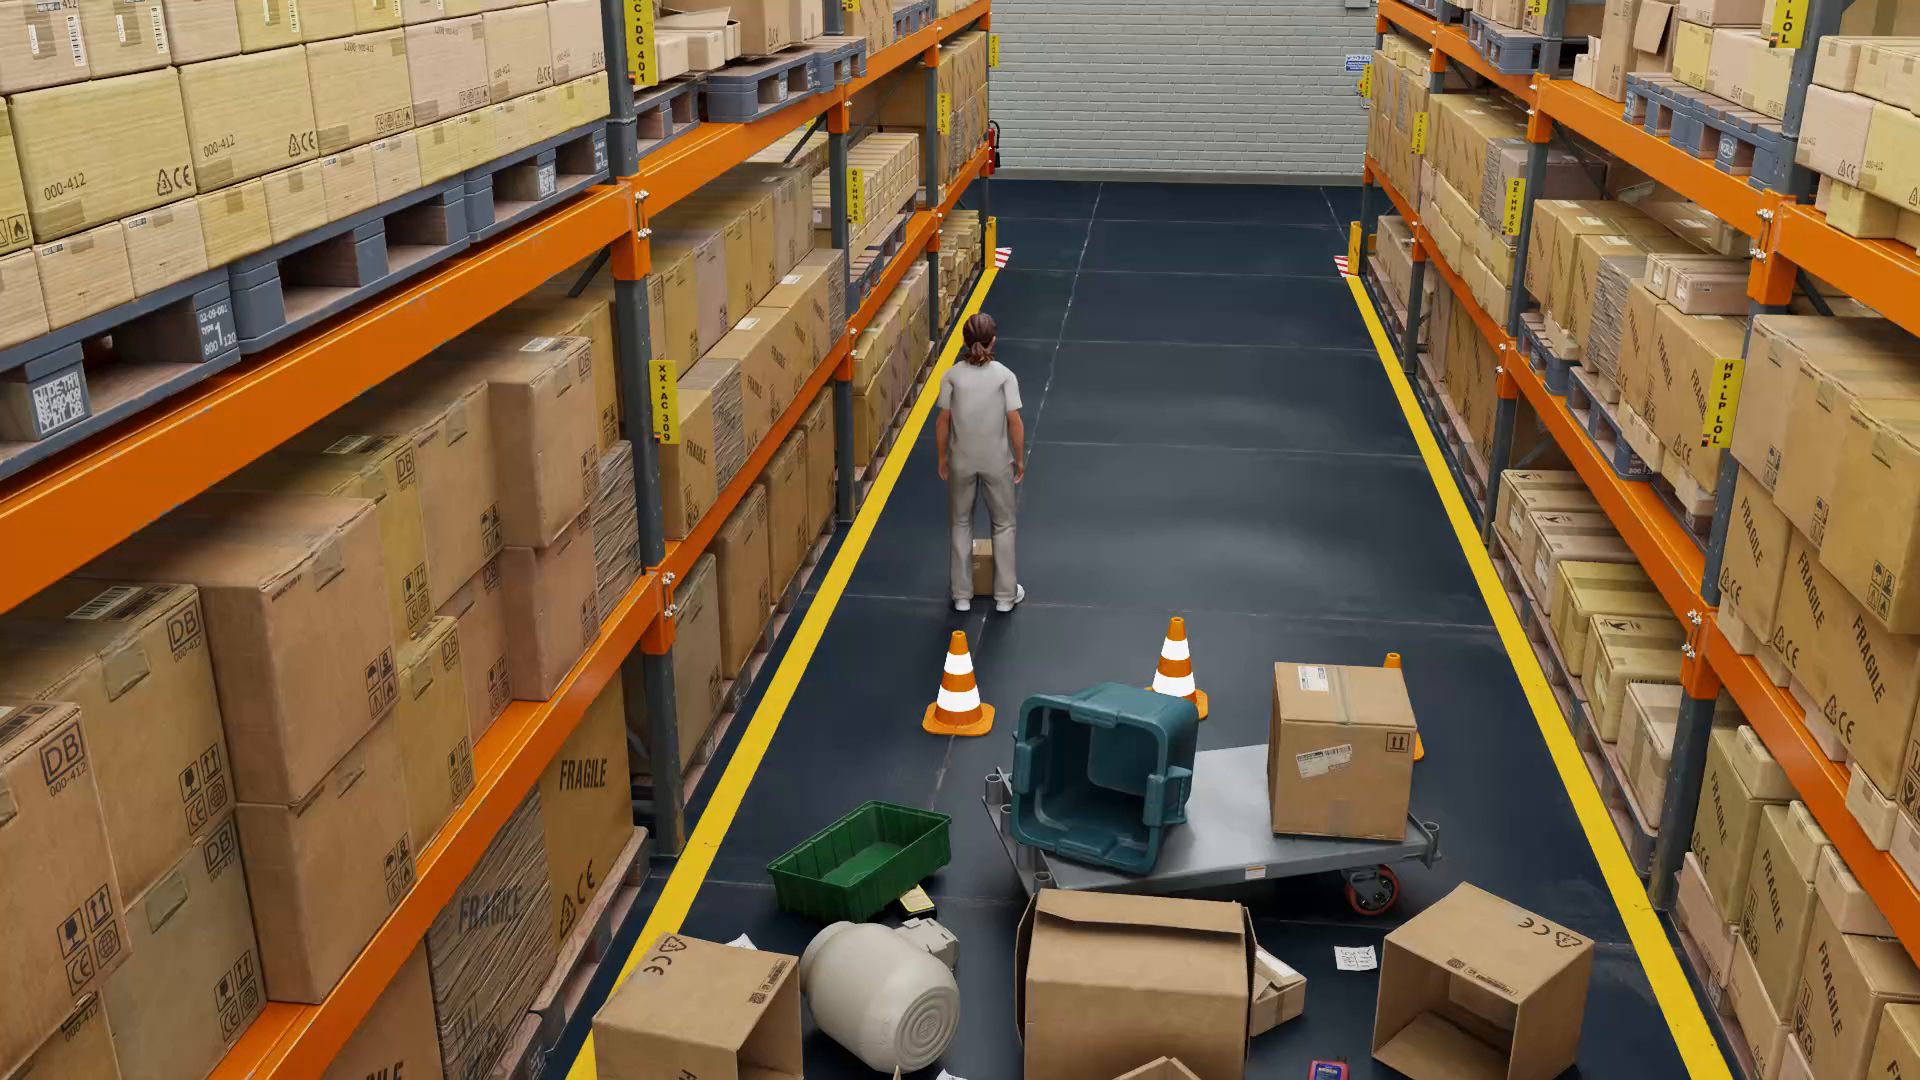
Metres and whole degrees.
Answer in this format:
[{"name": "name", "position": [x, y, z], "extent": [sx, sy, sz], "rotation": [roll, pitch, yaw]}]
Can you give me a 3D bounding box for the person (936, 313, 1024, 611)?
[{"name": "person", "position": [0.112, -0.418, 9.159], "extent": [0.487, 1.673, 0.361], "rotation": [2, 21, 6]}]
